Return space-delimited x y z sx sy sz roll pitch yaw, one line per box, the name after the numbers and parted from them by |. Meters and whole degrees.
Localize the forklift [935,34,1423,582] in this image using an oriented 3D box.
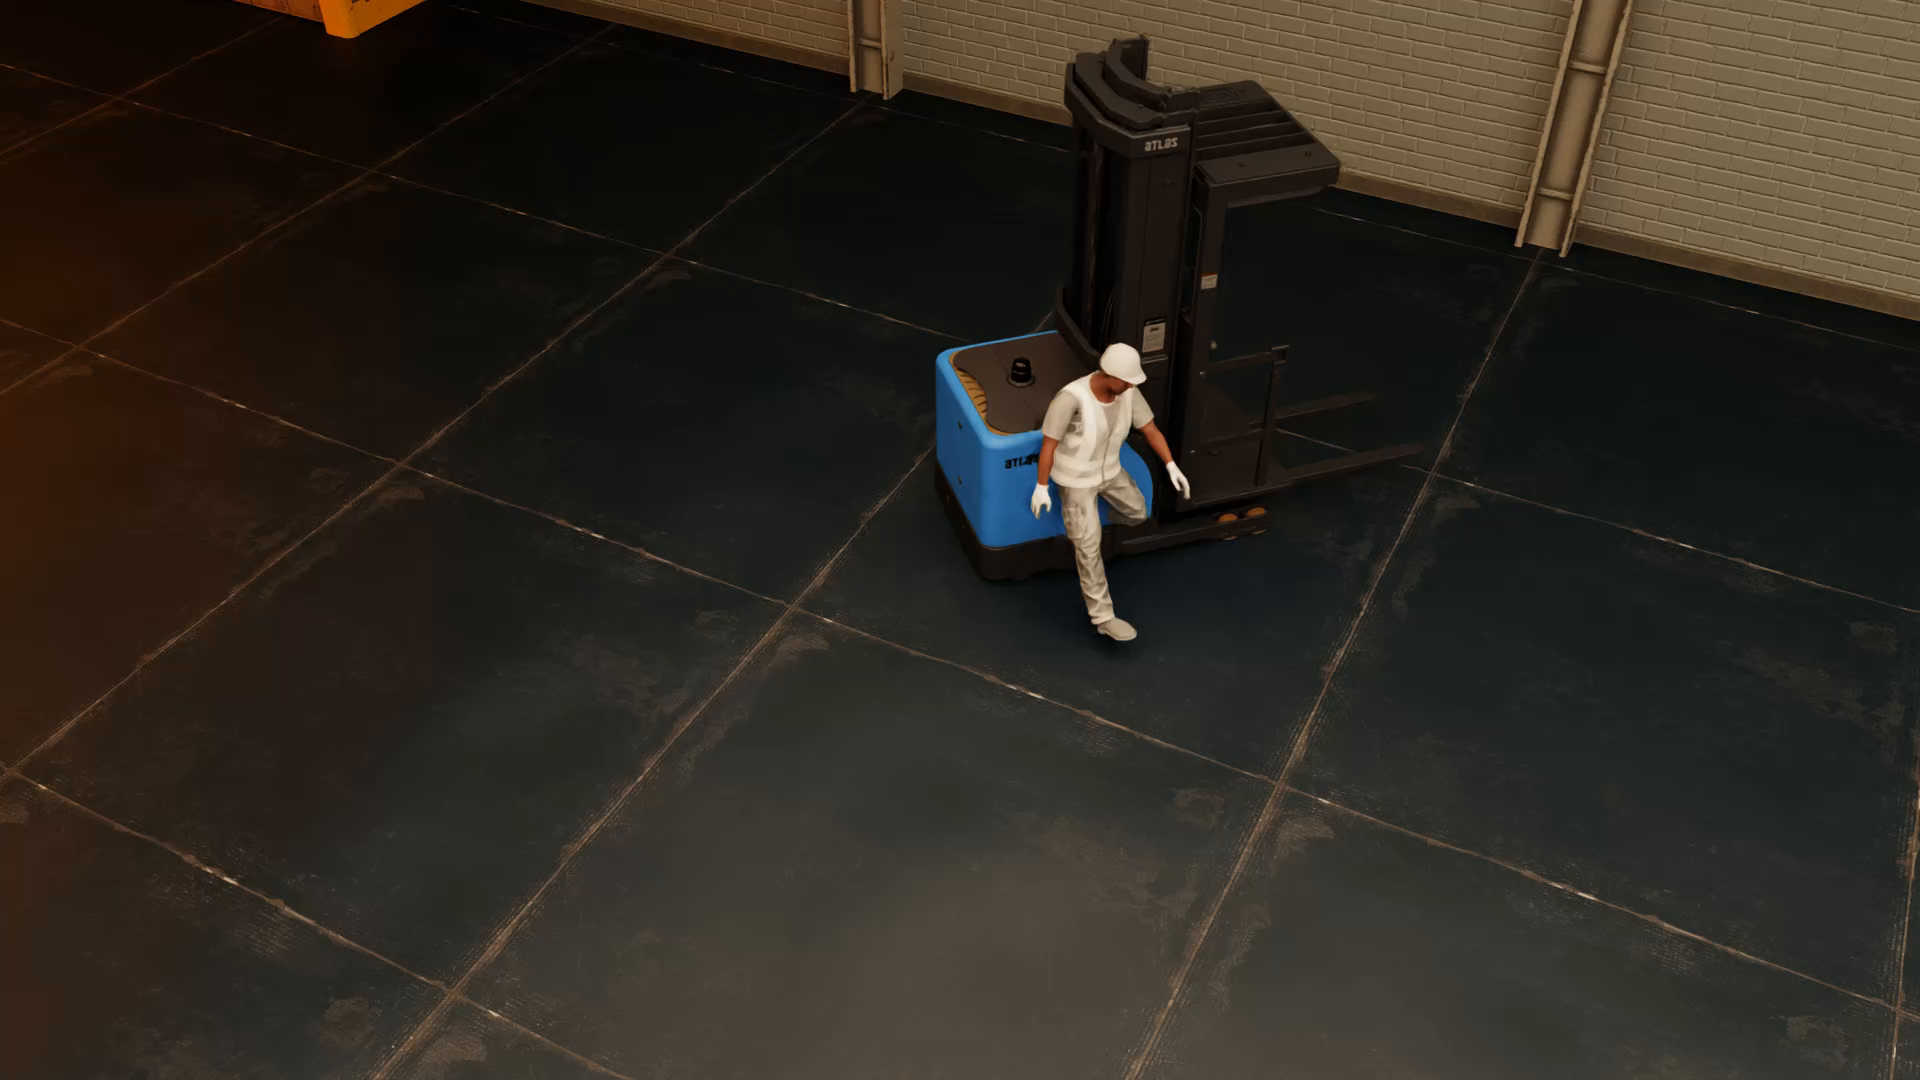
1.416 -1.432 9.687 3.031 2.935 1.130 -12 42 -14 | forklift

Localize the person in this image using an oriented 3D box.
0.874 -0.307 9.318 0.904 1.669 0.934 -26 47 -28 | person
